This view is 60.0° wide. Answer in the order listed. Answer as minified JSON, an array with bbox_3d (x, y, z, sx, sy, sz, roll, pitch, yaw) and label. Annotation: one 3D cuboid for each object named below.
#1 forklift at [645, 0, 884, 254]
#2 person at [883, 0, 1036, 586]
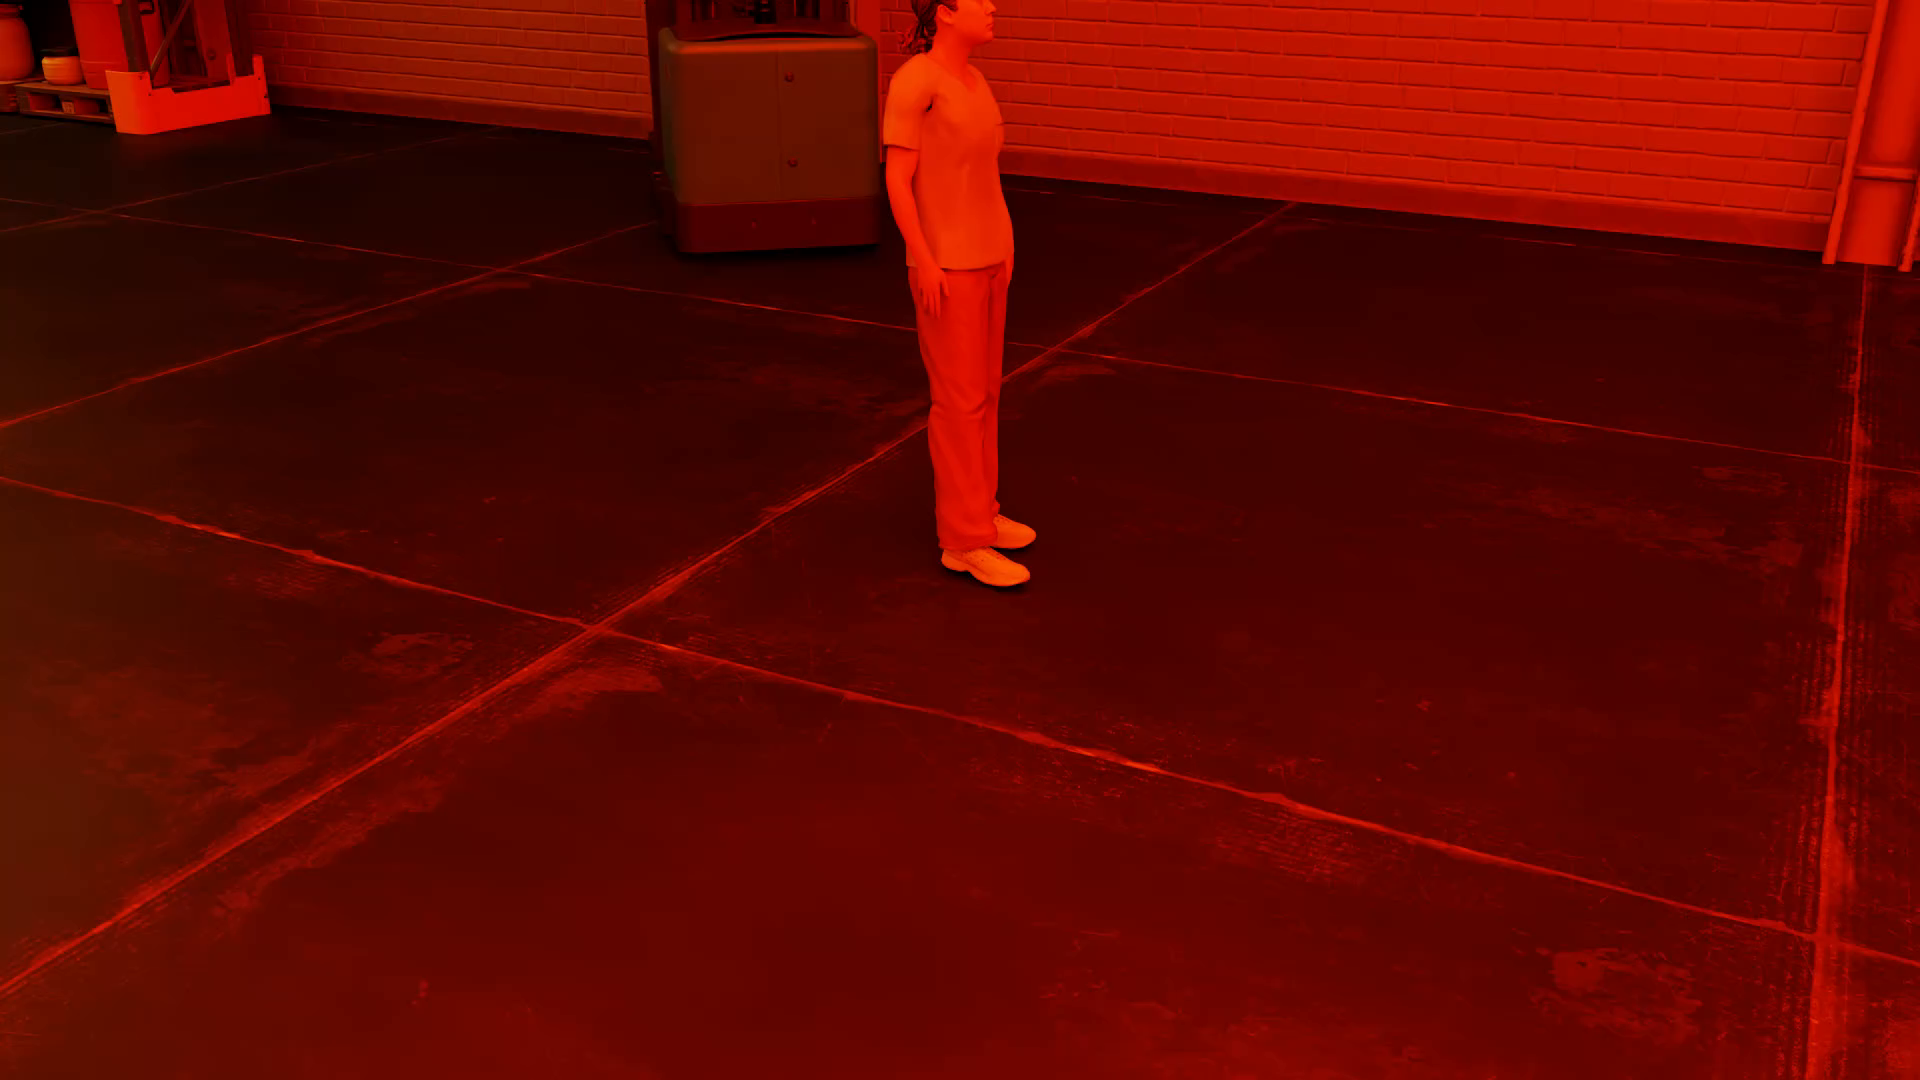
[{"bbox_3d":[-1.218,-3.315,9.140,1.130,2.935,3.031,-5,23,-12],"label":"forklift"},{"bbox_3d":[0.060,-0.761,4.697,0.549,1.675,0.555,11,25,25],"label":"person"}]
